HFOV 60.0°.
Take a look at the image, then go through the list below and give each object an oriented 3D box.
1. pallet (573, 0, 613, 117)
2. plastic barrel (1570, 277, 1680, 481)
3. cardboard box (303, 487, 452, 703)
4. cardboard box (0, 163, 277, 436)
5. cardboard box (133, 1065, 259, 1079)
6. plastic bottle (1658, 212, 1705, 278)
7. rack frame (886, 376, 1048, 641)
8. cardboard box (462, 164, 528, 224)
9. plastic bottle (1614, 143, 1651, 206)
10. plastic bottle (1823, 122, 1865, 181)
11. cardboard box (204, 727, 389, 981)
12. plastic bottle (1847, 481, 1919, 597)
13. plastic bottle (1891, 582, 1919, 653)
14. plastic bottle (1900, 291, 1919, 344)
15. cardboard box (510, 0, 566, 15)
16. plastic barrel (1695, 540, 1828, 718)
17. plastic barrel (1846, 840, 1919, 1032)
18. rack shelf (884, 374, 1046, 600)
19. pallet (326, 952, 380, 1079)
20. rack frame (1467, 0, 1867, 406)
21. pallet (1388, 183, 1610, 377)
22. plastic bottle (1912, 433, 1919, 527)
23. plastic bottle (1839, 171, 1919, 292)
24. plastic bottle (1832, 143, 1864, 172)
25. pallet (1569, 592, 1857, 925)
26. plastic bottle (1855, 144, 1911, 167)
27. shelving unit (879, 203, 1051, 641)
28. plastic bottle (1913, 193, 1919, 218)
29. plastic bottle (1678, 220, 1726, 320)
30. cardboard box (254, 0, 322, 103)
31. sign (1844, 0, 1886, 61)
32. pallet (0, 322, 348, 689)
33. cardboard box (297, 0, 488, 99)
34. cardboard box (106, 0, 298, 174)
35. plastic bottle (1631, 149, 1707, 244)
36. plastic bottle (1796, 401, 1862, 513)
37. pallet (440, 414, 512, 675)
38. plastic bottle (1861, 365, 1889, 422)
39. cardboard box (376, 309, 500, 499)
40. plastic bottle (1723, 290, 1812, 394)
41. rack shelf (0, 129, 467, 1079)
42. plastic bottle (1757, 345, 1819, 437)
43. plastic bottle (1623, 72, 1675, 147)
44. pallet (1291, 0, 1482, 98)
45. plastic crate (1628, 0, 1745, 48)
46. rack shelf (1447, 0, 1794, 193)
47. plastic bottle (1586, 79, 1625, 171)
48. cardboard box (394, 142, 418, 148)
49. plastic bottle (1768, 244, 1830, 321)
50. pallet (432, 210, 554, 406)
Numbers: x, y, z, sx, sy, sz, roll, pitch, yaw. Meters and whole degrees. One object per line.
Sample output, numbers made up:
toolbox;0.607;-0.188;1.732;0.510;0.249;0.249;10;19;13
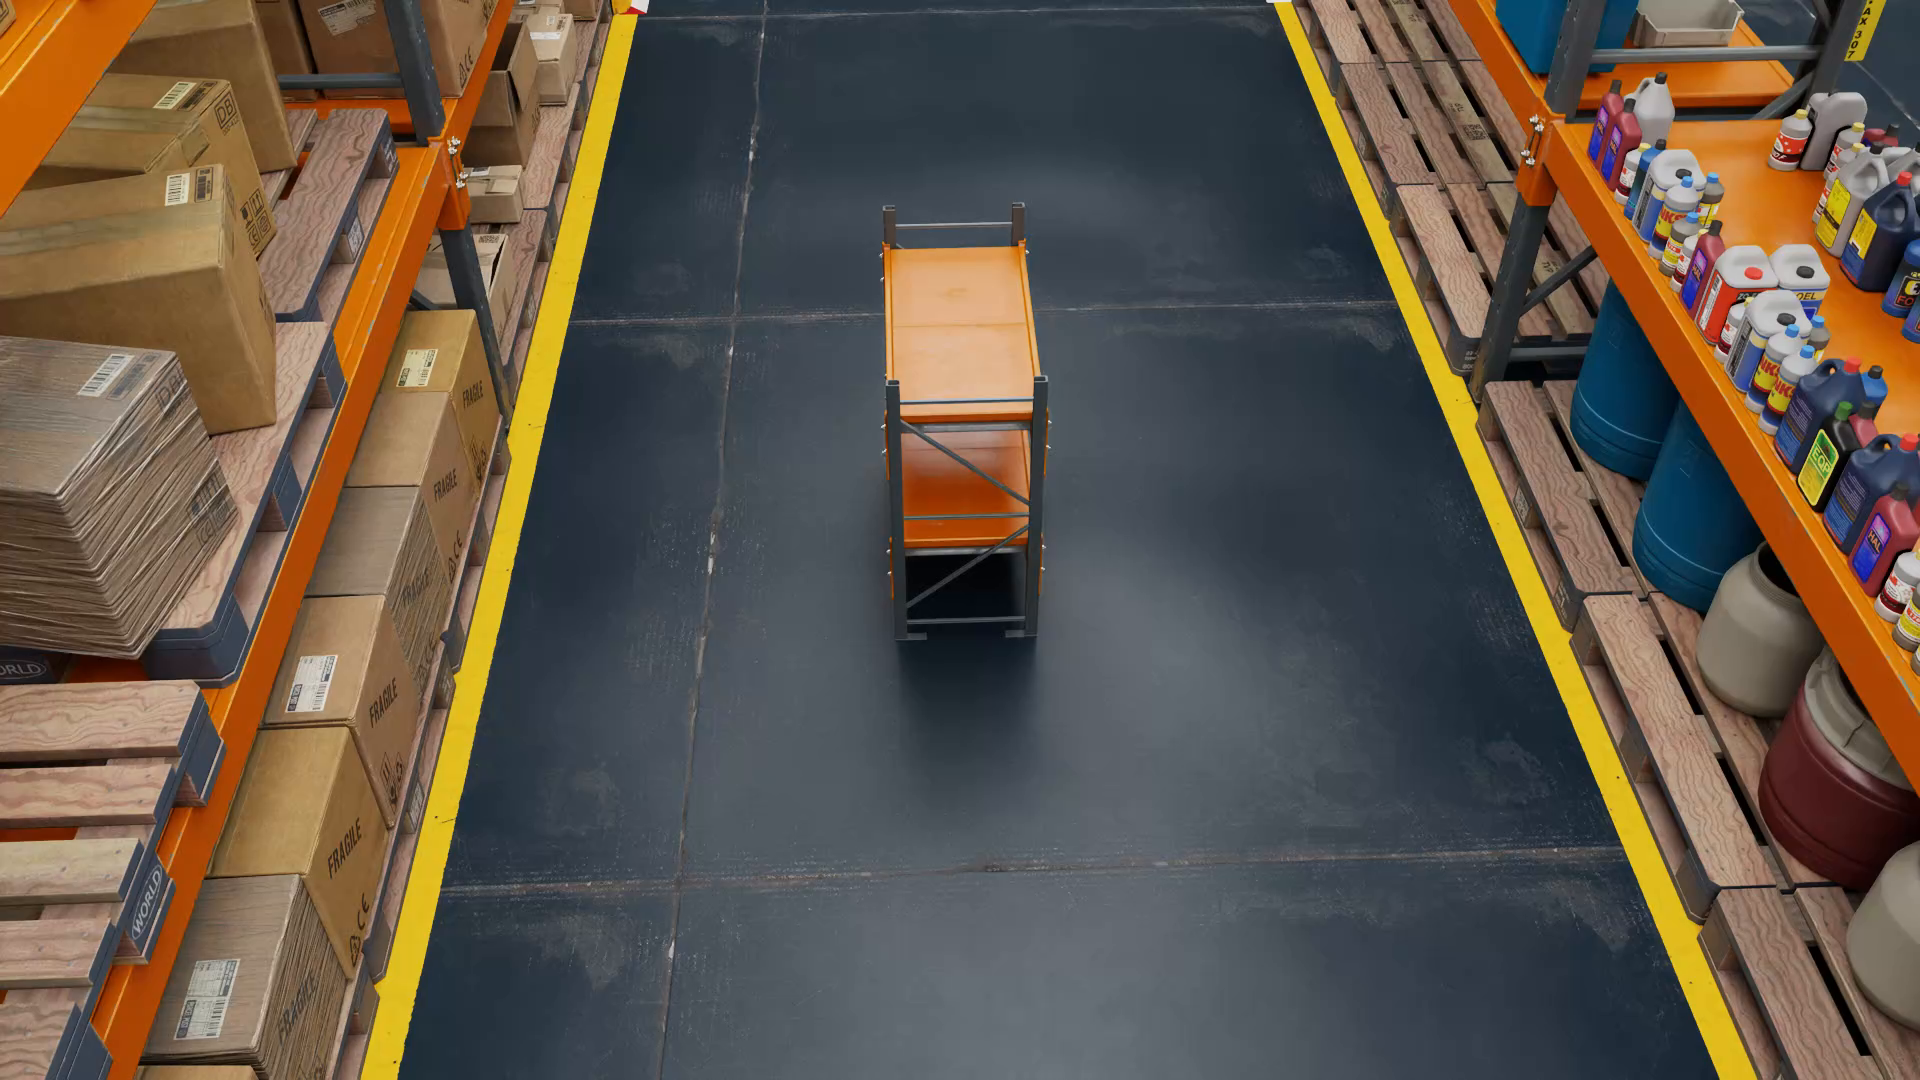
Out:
pallet;-2.459;-2.658;8.994;1.003;0.211;1.213;-2;43;-2
plastic barrel;2.628;-0.729;6.067;0.600;0.901;0.708;-2;43;-2
cardboard box;-1.987;0.181;5.357;0.500;0.500;0.500;-1;43;-1
cardboard box;-2.191;-0.576;4.274;0.700;0.500;0.500;-12;44;-13
cardboard box;-1.891;1.569;3.843;0.500;0.500;0.500;0;43;0
plastic bottle;2.258;-0.927;5.188;0.097;0.201;0.097;0;43;0
rack frame;0.021;-0.076;5.500;0.500;1.125;0.032;-2;43;-2
cardboard box;-2.176;-1.566;7.510;0.380;0.166;0.250;-2;43;-2
plastic bottle;2.240;-1.215;5.502;0.097;0.201;0.097;0;43;0
plastic bottle;2.993;-1.308;5.604;0.097;0.201;0.097;0;43;0
cardboard box;-1.936;0.877;4.598;0.500;0.500;0.500;-2;43;-2
plastic bottle;2.299;-0.004;4.121;0.061;0.283;0.133;-2;43;-2
plastic bottle;2.327;0.169;3.993;0.097;0.201;0.097;0;43;0
plastic bottle;2.880;-0.717;4.907;0.097;0.271;0.097;0;43;0
cardboard box;-2.301;-2.758;8.810;0.380;0.166;0.250;-2;43;-2
plastic barrel;2.592;0.277;5.258;0.421;0.512;0.421;0;43;0
plastic barrel;2.640;1.039;4.427;0.421;0.512;0.421;0;43;0
rack shelf;0.000;-0.239;6.040;0.538;0.278;1.000;-2;43;-2
pallet;-2.152;1.648;4.296;1.003;0.211;1.213;-2;43;-2
rack frame;2.622;-1.715;5.901;1.000;3.000;0.127;-2;43;-2
pallet;2.552;-1.182;7.384;1.003;0.211;1.213;-2;43;-2
plastic bottle;2.436;-0.133;4.262;0.061;0.283;0.133;-2;43;-2
plastic bottle;2.851;-0.957;5.110;0.144;0.351;0.185;-2;43;-2
plastic bottle;2.938;-1.216;5.503;0.097;0.201;0.097;0;43;0
pallet;2.667;0.661;5.373;1.003;0.211;1.213;-2;43;-2
plastic bottle;2.977;-1.166;5.394;0.152;0.276;0.135;-2;43;-2
shelving unit;0.000;-0.419;5.875;0.538;1.125;1.048;-2;43;-2
plastic bottle;2.995;-0.961;5.115;0.144;0.351;0.185;-2;43;-2
plastic bottle;2.249;-0.813;5.003;0.061;0.283;0.133;-2;43;-2
cardboard box;-2.605;-1.942;6.075;0.500;0.500;0.500;-1;43;-1
sign;3.171;-1.832;5.823;0.100;0.325;0.005;-2;43;-2
pallet;-2.245;-0.117;4.300;1.003;0.211;1.213;-2;43;-2
cardboard box;-2.077;-1.964;6.099;0.500;0.500;0.500;-1;43;-1
cardboard box;-2.531;-1.441;5.217;0.700;0.500;0.500;-15;45;-16
plastic bottle;2.276;-1.099;5.321;0.152;0.276;0.135;-2;43;-2
plastic bottle;2.286;-0.219;4.355;0.061;0.283;0.133;-2;43;-2
pallet;-2.255;0.001;6.093;1.003;0.211;1.213;-2;43;-2
plastic bottle;2.440;-0.356;4.514;0.097;0.271;0.097;0;43;0
cardboard box;-2.020;-0.491;6.090;0.500;0.500;0.500;-2;43;-2
plastic bottle;2.310;-0.564;4.737;0.152;0.276;0.135;-2;43;-2
rack shelf;-2.243;0.040;4.519;1.077;0.370;4.000;-2;43;-2
plastic bottle;2.291;-0.418;4.581;0.097;0.271;0.097;0;43;0
plastic bottle;2.314;-1.423;5.619;0.144;0.351;0.185;-2;43;-2
pallet;2.448;-2.830;9.181;1.003;0.211;1.213;-2;43;-2
plastic crate;2.745;-1.958;6.317;0.396;0.136;0.243;-2;43;-2
rack shelf;2.537;-2.800;7.617;1.077;0.370;4.000;-2;43;-2
plastic bottle;2.211;-1.412;5.657;0.061;0.283;0.133;-2;43;-2
cardboard box;-2.667;-1.629;7.472;0.500;0.311;0.500;-2;43;-2
plastic bottle;2.452;-0.725;4.913;0.152;0.276;0.135;-2;43;-2
pallet;-2.356;-1.011;7.197;1.003;0.211;1.213;-2;43;-2
